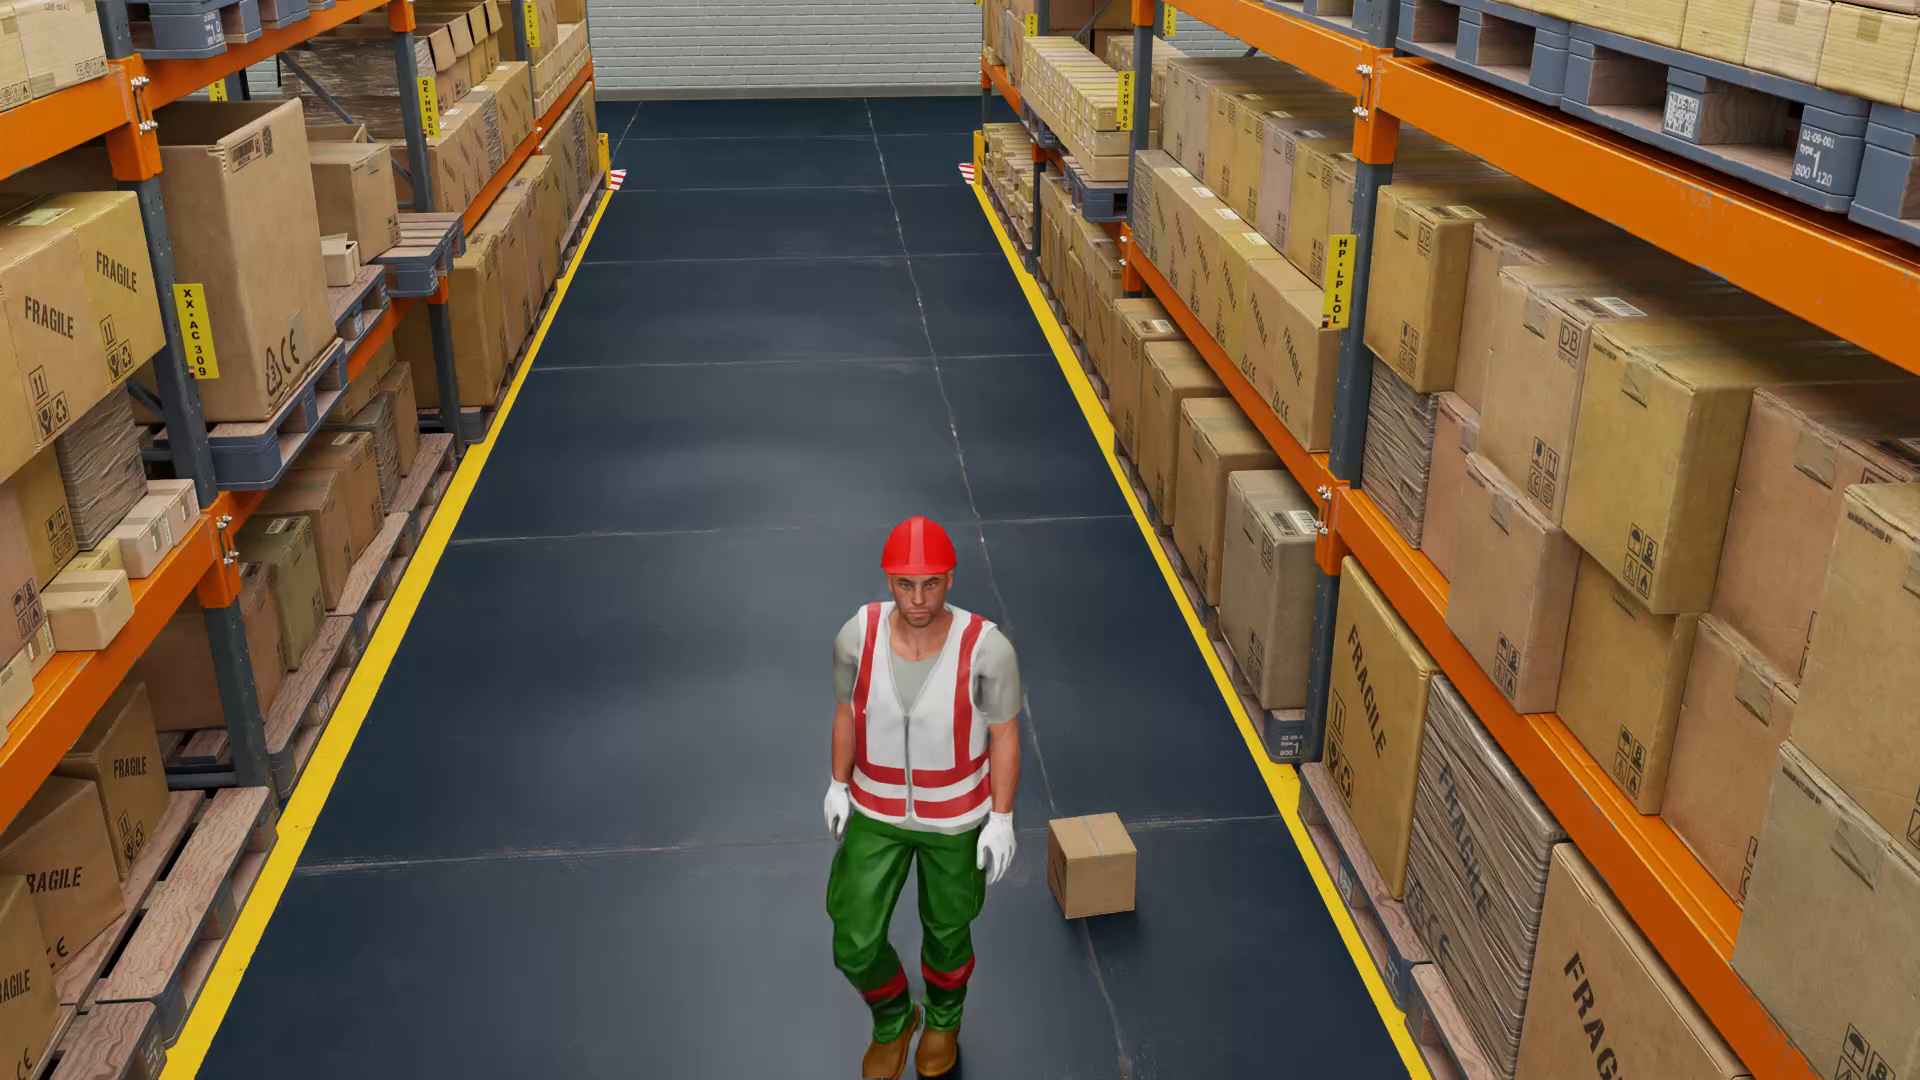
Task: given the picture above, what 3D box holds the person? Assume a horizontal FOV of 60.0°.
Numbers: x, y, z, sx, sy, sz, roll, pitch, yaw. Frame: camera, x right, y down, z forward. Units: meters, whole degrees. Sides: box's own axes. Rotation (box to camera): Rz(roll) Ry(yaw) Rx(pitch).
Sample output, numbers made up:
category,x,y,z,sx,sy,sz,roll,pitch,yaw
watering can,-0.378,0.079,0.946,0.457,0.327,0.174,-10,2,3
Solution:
category,x,y,z,sx,sy,sz,roll,pitch,yaw
person,-0.127,0.807,4.700,0.586,1.833,0.478,3,24,8
